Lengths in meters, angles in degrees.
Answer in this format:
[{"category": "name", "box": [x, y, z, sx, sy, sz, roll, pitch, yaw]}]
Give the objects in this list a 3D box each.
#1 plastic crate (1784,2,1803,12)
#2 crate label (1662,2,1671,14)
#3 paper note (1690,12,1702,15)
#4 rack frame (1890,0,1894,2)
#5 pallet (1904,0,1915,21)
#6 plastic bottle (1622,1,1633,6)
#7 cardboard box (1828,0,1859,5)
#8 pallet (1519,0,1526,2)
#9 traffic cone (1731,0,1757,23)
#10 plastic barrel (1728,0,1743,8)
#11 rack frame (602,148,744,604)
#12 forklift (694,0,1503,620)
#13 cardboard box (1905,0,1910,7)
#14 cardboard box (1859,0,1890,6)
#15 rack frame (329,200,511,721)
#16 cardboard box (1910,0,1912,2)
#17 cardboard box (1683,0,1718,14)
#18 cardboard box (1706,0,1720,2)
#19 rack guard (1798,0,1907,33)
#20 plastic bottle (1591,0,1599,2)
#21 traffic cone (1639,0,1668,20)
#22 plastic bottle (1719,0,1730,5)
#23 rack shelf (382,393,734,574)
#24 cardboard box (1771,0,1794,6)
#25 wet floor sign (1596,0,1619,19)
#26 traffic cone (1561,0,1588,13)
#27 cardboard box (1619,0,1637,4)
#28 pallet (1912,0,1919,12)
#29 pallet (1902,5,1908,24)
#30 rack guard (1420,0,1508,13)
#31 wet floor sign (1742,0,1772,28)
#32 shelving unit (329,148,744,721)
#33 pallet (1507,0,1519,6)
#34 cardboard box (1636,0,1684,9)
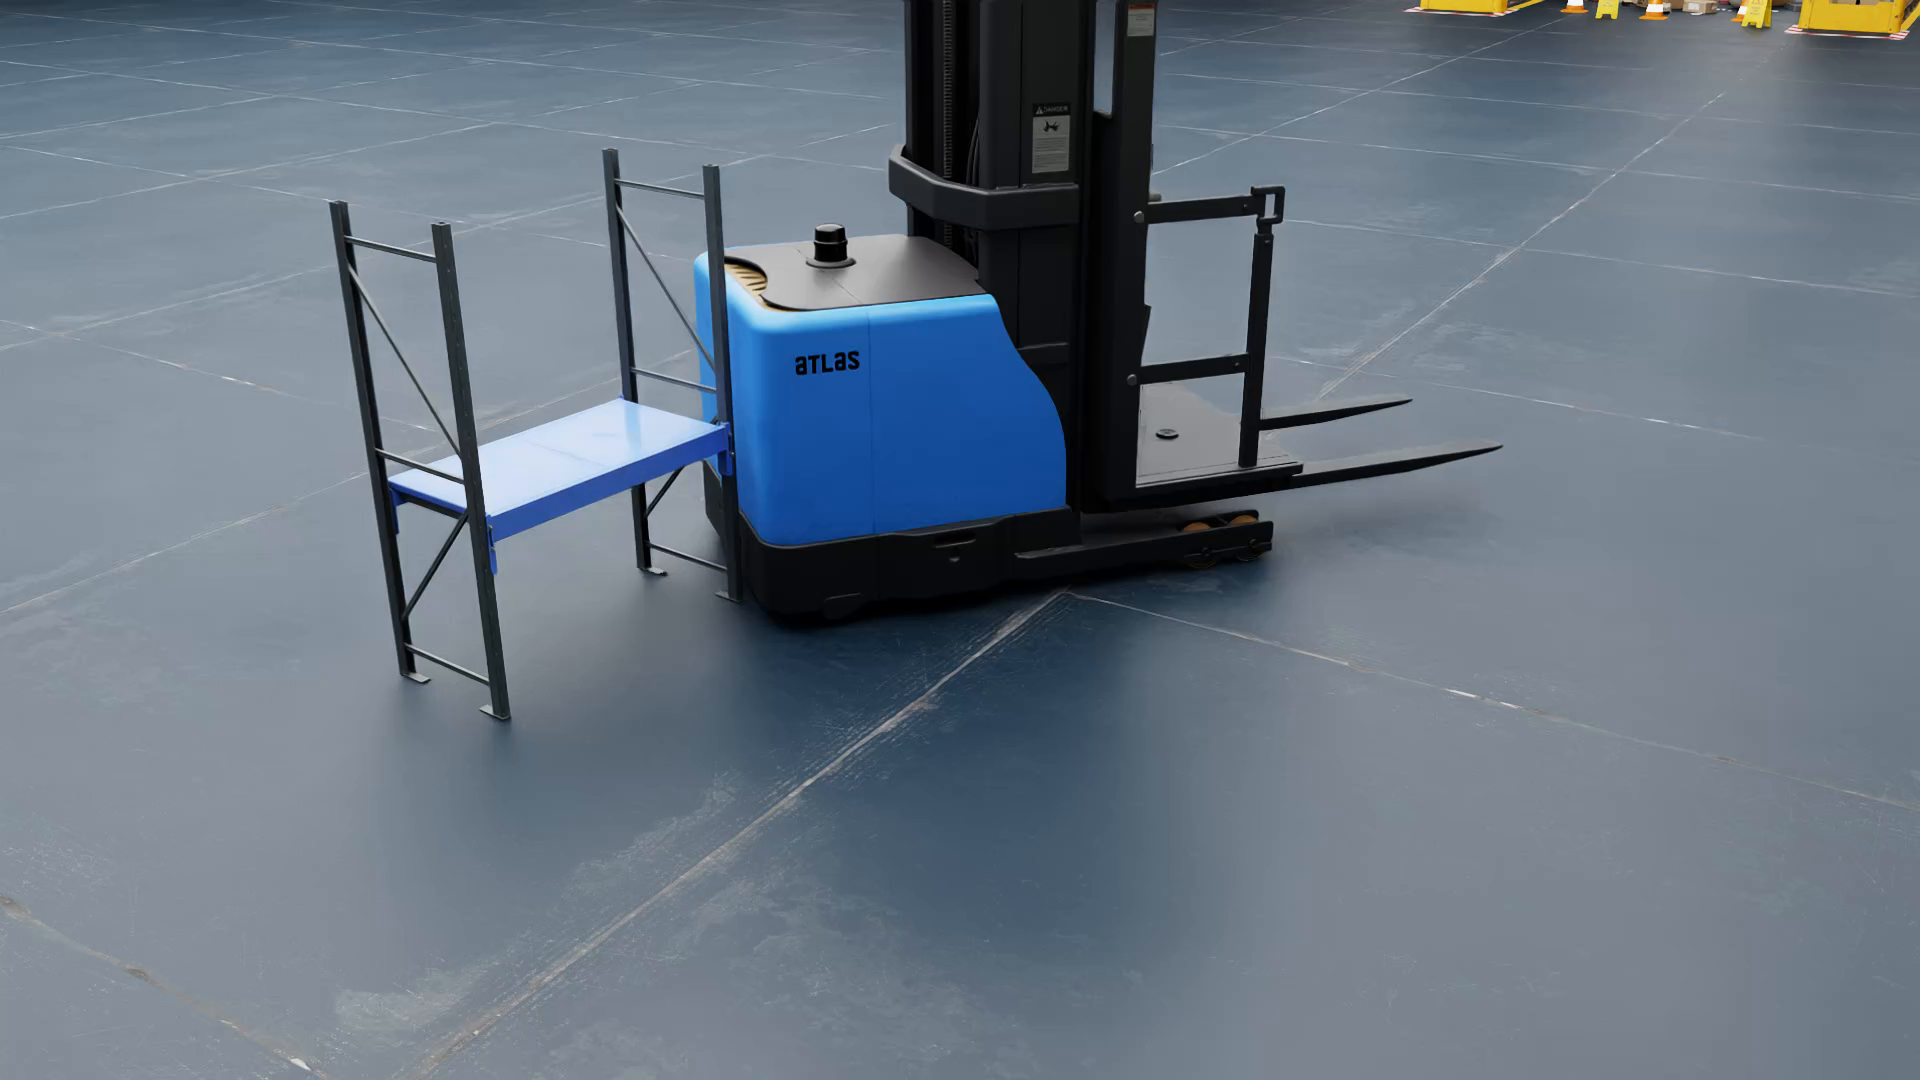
[{"category": "plastic crate", "box": [12.035, -7.607, 23.721, 0.402, 0.080, 0.583, 5, 24, 11]}, {"category": "crate label", "box": [9.821, -7.453, 23.293, 0.250, 0.136, 0.298, 1, 23, 2]}, {"category": "paper note", "box": [10.258, -7.329, 23.140, 0.148, 0.019, 0.142, 5, 24, 11]}, {"category": "rack frame", "box": [11.450, -7.955, 20.850, 1.000, 3.000, 0.127, 14, 27, 29]}, {"category": "pallet", "box": [12.593, -7.378, 23.027, 1.003, 0.211, 1.213, 14, 27, 29]}, {"category": "plastic bottle", "box": [9.741, -7.839, 24.280, 0.133, 0.061, 0.283, 5, 24, 11]}, {"category": "cardboard box", "box": [11.661, -7.223, 22.092, 0.500, 0.250, 0.500, 14, 27, 29]}, {"category": "pallet", "box": [8.191, -8.375, 25.330, 1.003, 0.211, 1.213, 14, 27, 29]}, {"category": "traffic cone", "box": [10.581, -7.206, 22.313, 0.336, 0.463, 0.334, 14, 27, 29]}, {"category": "plastic barrel", "box": [11.254, -7.787, 23.705, 0.421, 0.421, 0.512, -7, 24, -17]}, {"category": "rack frame", "box": [-0.958, -0.532, 5.591, 0.500, 1.500, 0.032, 16, 28, 33]}, {"category": "forklift", "box": [0.609, -1.427, 5.856, 3.031, 2.935, 1.130, -8, 25, -19]}, {"category": "cardboard box", "box": [12.386, -7.271, 22.202, 0.500, 0.250, 0.500, 15, 28, 31]}, {"category": "cardboard box", "box": [12.111, -7.100, 21.808, 0.500, 0.250, 0.500, 14, 27, 29]}, {"category": "rack frame", "box": [-1.564, -0.207, 4.841, 0.500, 1.500, 0.032, 16, 28, 33]}, {"category": "cardboard box", "box": [12.664, -7.458, 22.633, 0.500, 0.250, 0.500, 16, 28, 32]}, {"category": "cardboard box", "box": [10.425, -7.512, 23.415, 0.250, 0.149, 0.380, -12, 26, -26]}, {"category": "cardboard box", "box": [11.307, -8.225, 24.915, 0.258, 0.266, 0.396, -3, 24, -7]}, {"category": "rack guard", "box": [11.490, -6.833, 21.406, 1.175, 0.500, 0.348, 14, 27, 29]}, {"category": "plastic bottle", "box": [9.561, -8.054, 24.777, 0.283, 0.061, 0.133, 5, 24, 11]}, {"category": "traffic cone", "box": [9.459, -7.324, 22.586, 0.336, 0.463, 0.334, 14, 27, 29]}, {"category": "plastic bottle", "box": [11.286, -7.914, 24.454, 0.133, 0.061, 0.283, 20, 30, 38]}, {"category": "rack shelf", "box": [-1.261, -0.205, 5.287, 0.538, 0.185, 1.000, 16, 28, 33]}, {"category": "cardboard box", "box": [11.839, -8.082, 24.288, 0.500, 0.500, 0.500, -7, 24, -17]}, {"category": "wet floor sign", "box": [8.859, -7.453, 22.654, 0.267, 0.644, 0.232, 9, 25, 20]}, {"category": "traffic cone", "box": [8.678, -7.676, 23.398, 0.336, 0.463, 0.334, 14, 27, 29]}, {"category": "cardboard box", "box": [9.960, -8.087, 24.597, 0.396, 0.266, 0.258, 20, 30, 38]}, {"category": "pallet", "box": [13.236, -7.791, 23.982, 1.003, 0.211, 1.213, 14, 27, 29]}, {"category": "pallet", "box": [11.949, -6.968, 22.079, 1.003, 0.211, 1.213, 14, 27, 29]}, {"category": "rack guard", "box": [7.179, -7.803, 23.645, 1.175, 0.500, 0.348, 14, 27, 29]}, {"category": "wet floor sign", "box": [10.441, -7.035, 21.687, 0.232, 0.644, 0.267, -17, 29, -35]}, {"category": "shelving unit", "box": [-1.261, -0.370, 5.216, 0.538, 1.500, 1.048, 16, 28, 33]}, {"category": "pallet", "box": [7.547, -7.965, 24.382, 1.003, 0.211, 1.213, 14, 27, 29]}, {"category": "cardboard box", "box": [10.226, -7.933, 23.941, 0.797, 0.503, 0.637, -3, 24, -7]}]
